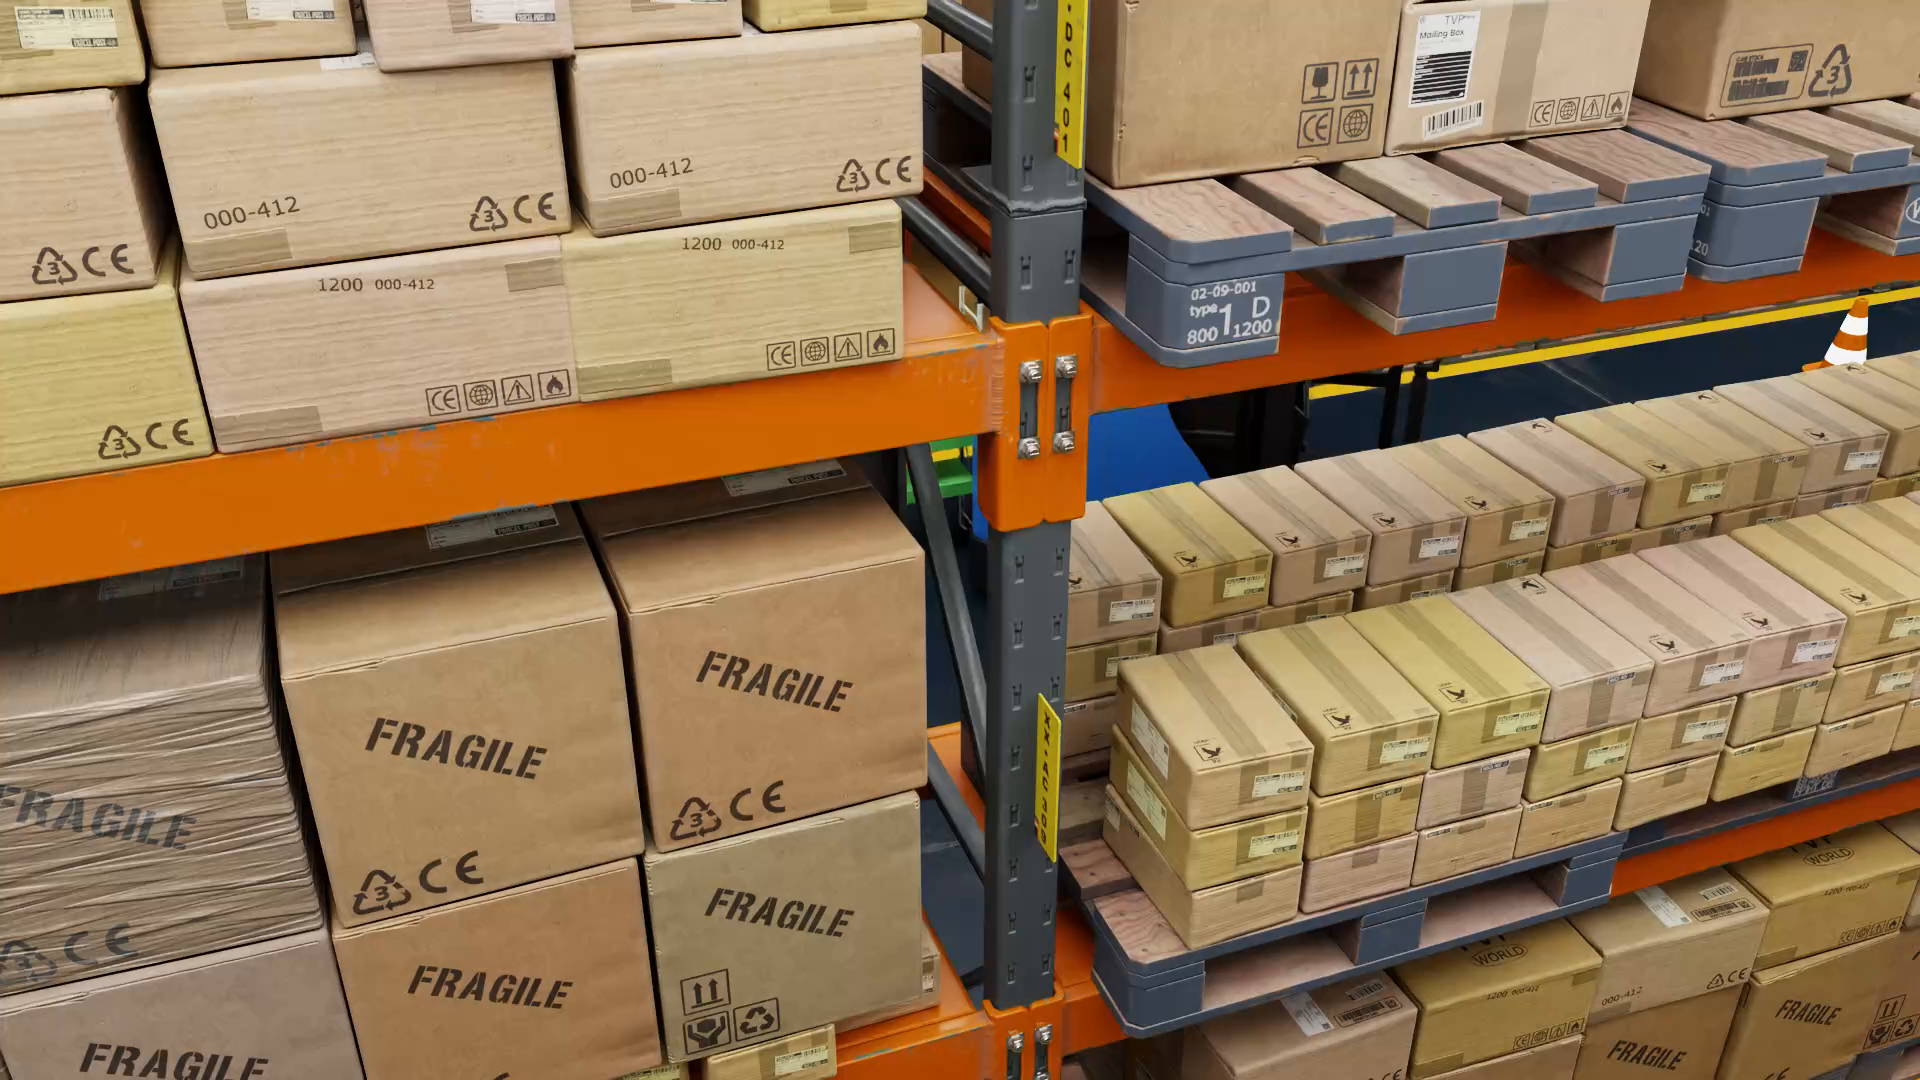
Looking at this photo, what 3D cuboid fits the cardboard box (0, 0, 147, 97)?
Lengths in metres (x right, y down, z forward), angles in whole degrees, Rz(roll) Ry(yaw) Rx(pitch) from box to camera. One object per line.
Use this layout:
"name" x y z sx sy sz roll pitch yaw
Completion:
"cardboard box" -1.209 -0.698 2.158 0.250 0.149 0.380 -12 32 -20

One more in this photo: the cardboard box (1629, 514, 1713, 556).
"cardboard box" 1.731 -0.065 4.363 0.250 0.149 0.380 -9 31 -16

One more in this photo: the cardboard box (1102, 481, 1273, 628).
"cardboard box" 0.523 0.028 3.900 0.250 0.149 0.380 -11 32 -19

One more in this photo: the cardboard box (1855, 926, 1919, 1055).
"cardboard box" 2.699 1.102 4.886 0.500 0.500 0.500 -9 31 -16

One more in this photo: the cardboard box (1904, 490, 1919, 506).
"cardboard box" 2.454 0.015 3.921 0.250 0.149 0.380 -10 31 -18

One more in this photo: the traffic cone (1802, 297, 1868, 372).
"traffic cone" 4.967 -1.128 9.262 0.334 0.463 0.336 -10 31 -18

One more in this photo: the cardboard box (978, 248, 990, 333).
"cardboard box" 0.378 -1.430 8.952 0.875 0.875 0.875 -10 31 -17

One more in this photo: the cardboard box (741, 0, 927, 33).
"cardboard box" -0.234 -0.881 2.480 0.250 0.149 0.380 -12 32 -20

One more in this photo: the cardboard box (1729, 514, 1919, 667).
"cardboard box" 1.956 0.108 3.759 0.250 0.149 0.380 -9 31 -16

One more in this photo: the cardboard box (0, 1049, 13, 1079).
"cardboard box" -1.836 0.861 2.807 0.500 0.500 0.500 -11 32 -19

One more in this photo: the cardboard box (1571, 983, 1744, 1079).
"cardboard box" 1.730 1.277 4.580 0.500 0.500 0.500 -10 31 -17

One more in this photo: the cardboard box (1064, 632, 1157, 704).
"cardboard box" 0.268 0.203 3.892 0.250 0.149 0.380 -9 31 -16

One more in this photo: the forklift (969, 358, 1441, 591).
"forklift" 1.606 -1.120 6.755 3.031 2.935 1.130 5 30 9

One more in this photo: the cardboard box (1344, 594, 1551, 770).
"cardboard box" 0.993 0.286 3.447 0.250 0.149 0.380 -10 31 -17

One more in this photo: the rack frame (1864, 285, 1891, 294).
"rack frame" 5.641 -3.094 10.150 0.127 3.000 1.000 -10 31 -18

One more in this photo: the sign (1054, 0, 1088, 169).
"sign" 0.160 -0.711 2.416 0.005 0.325 0.100 -10 31 -18

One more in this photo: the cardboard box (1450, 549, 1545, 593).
"cardboard box" 1.247 0.022 4.210 0.250 0.149 0.380 -12 32 -20

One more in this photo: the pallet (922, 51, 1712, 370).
"pallet" 0.579 -0.713 3.130 1.003 0.211 1.213 -10 31 -18

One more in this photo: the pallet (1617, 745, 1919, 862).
"pallet" 1.871 0.320 4.352 1.213 0.211 1.003 -10 31 -18

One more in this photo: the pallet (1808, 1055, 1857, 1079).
"pallet" 1.838 1.430 5.026 1.213 0.211 1.003 -10 31 -18

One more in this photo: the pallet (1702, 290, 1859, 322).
"pallet" 4.911 -1.747 10.603 1.213 0.211 1.003 -10 31 -18

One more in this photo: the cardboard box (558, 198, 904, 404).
"cardboard box" -0.402 -0.462 2.652 0.500 0.250 0.500 -10 31 -16

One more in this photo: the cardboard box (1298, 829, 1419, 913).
"cardboard box" 0.751 0.588 3.518 0.250 0.149 0.380 -10 31 -17

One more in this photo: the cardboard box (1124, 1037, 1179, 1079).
"cardboard box" 0.749 1.465 4.249 0.500 0.500 0.500 -9 31 -16

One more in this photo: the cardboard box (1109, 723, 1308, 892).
"cardboard box" 0.493 0.509 3.355 0.250 0.149 0.380 -10 31 -17

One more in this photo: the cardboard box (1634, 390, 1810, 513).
"cardboard box" 1.981 -0.239 4.367 0.250 0.149 0.380 -9 31 -16

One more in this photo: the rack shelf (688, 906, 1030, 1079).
"rack shelf" -1.911 1.224 3.298 4.000 0.370 1.077 -10 31 -18

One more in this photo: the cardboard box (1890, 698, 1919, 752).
"cardboard box" 2.206 0.320 3.988 0.250 0.149 0.380 -9 31 -16

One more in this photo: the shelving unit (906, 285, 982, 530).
"shelving unit" -0.183 -0.495 7.407 0.503 1.200 0.258 -10 31 -18

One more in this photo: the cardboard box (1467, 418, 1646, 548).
"cardboard box" 1.494 -0.150 4.212 0.250 0.149 0.380 -12 32 -20

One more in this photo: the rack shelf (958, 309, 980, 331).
"rack shelf" -0.183 -0.857 7.201 0.480 0.148 0.258 -10 31 -18

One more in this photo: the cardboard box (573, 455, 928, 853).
"cardboard box" -0.383 0.166 3.017 0.500 0.500 0.500 -12 32 -19

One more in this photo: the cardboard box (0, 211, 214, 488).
"cardboard box" -1.350 -0.293 2.356 0.500 0.250 0.500 -11 31 -18

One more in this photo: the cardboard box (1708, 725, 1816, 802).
"cardboard box" 1.715 0.410 3.829 0.250 0.149 0.380 -11 31 -19

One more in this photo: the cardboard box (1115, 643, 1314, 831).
"cardboard box" 0.493 0.380 3.282 0.250 0.149 0.380 -9 31 -15

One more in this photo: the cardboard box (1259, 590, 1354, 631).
"cardboard box" 0.748 0.116 4.046 0.250 0.149 0.380 -9 31 -15

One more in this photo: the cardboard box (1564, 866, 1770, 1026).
"cardboard box" 1.726 0.960 4.378 0.500 0.250 0.500 -9 31 -16

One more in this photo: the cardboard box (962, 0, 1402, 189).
"cardboard box" 0.357 -0.977 2.880 0.500 0.500 0.700 -10 31 -18

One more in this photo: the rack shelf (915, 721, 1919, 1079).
"rack shelf" 1.838 0.534 4.510 4.000 0.370 1.077 -10 31 -18

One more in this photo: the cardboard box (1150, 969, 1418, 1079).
"cardboard box" 0.748 1.139 4.064 0.500 0.250 0.500 -12 32 -20

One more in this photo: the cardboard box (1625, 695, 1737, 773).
"cardboard box" 1.473 0.326 3.677 0.250 0.149 0.380 -9 31 -16

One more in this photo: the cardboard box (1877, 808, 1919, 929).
"cardboard box" 2.693 0.785 4.684 0.500 0.250 0.500 -10 31 -17

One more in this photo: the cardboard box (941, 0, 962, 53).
"cardboard box" 0.076 -2.412 7.842 0.500 0.500 0.500 -11 31 -18

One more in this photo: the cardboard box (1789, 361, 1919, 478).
"cardboard box" 2.481 -0.333 4.533 0.250 0.149 0.380 -12 32 -20

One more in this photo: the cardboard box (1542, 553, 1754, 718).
"cardboard box" 1.468 0.199 3.598 0.250 0.149 0.380 -11 31 -18

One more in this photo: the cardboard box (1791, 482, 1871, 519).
"cardboard box" 2.217 -0.155 4.521 0.250 0.149 0.380 -10 31 -18

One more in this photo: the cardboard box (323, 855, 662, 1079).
"cardboard box" -0.878 0.697 3.095 0.500 0.500 0.500 -11 32 -19

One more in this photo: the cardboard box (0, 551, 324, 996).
"cardboard box" -1.350 0.339 2.713 0.500 0.500 0.500 -10 31 -16

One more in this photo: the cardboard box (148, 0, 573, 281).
"cardboard box" -0.872 -0.607 2.402 0.500 0.250 0.500 -12 32 -20

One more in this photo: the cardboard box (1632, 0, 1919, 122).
"cardboard box" 1.457 -1.170 3.215 0.637 0.503 0.797 -11 31 -18

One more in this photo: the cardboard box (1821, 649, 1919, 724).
"cardboard box" 1.958 0.238 3.831 0.250 0.149 0.380 -11 31 -19

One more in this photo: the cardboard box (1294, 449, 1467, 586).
"cardboard box" 1.012 -0.061 4.056 0.250 0.149 0.380 -11 31 -18

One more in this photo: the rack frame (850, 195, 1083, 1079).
"rack frame" -0.036 0.566 3.726 0.127 3.000 1.000 -10 31 -18

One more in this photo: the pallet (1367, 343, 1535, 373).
"pallet" 2.625 -1.326 9.864 1.213 0.211 1.003 -10 31 -18

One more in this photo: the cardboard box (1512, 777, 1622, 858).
"cardboard box" 1.222 0.504 3.666 0.250 0.149 0.380 -10 31 -17

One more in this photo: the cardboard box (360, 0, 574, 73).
"cardboard box" -0.693 -0.769 2.284 0.250 0.149 0.380 -10 31 -18

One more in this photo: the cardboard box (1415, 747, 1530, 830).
"cardboard box" 0.977 0.419 3.514 0.250 0.149 0.380 -10 31 -16

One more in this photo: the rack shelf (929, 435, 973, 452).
"rack shelf" -0.183 -0.440 7.439 0.480 0.148 0.258 -10 31 -18

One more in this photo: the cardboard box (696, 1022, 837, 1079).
"cardboard box" -0.426 0.928 3.344 0.250 0.149 0.380 -11 32 -19
